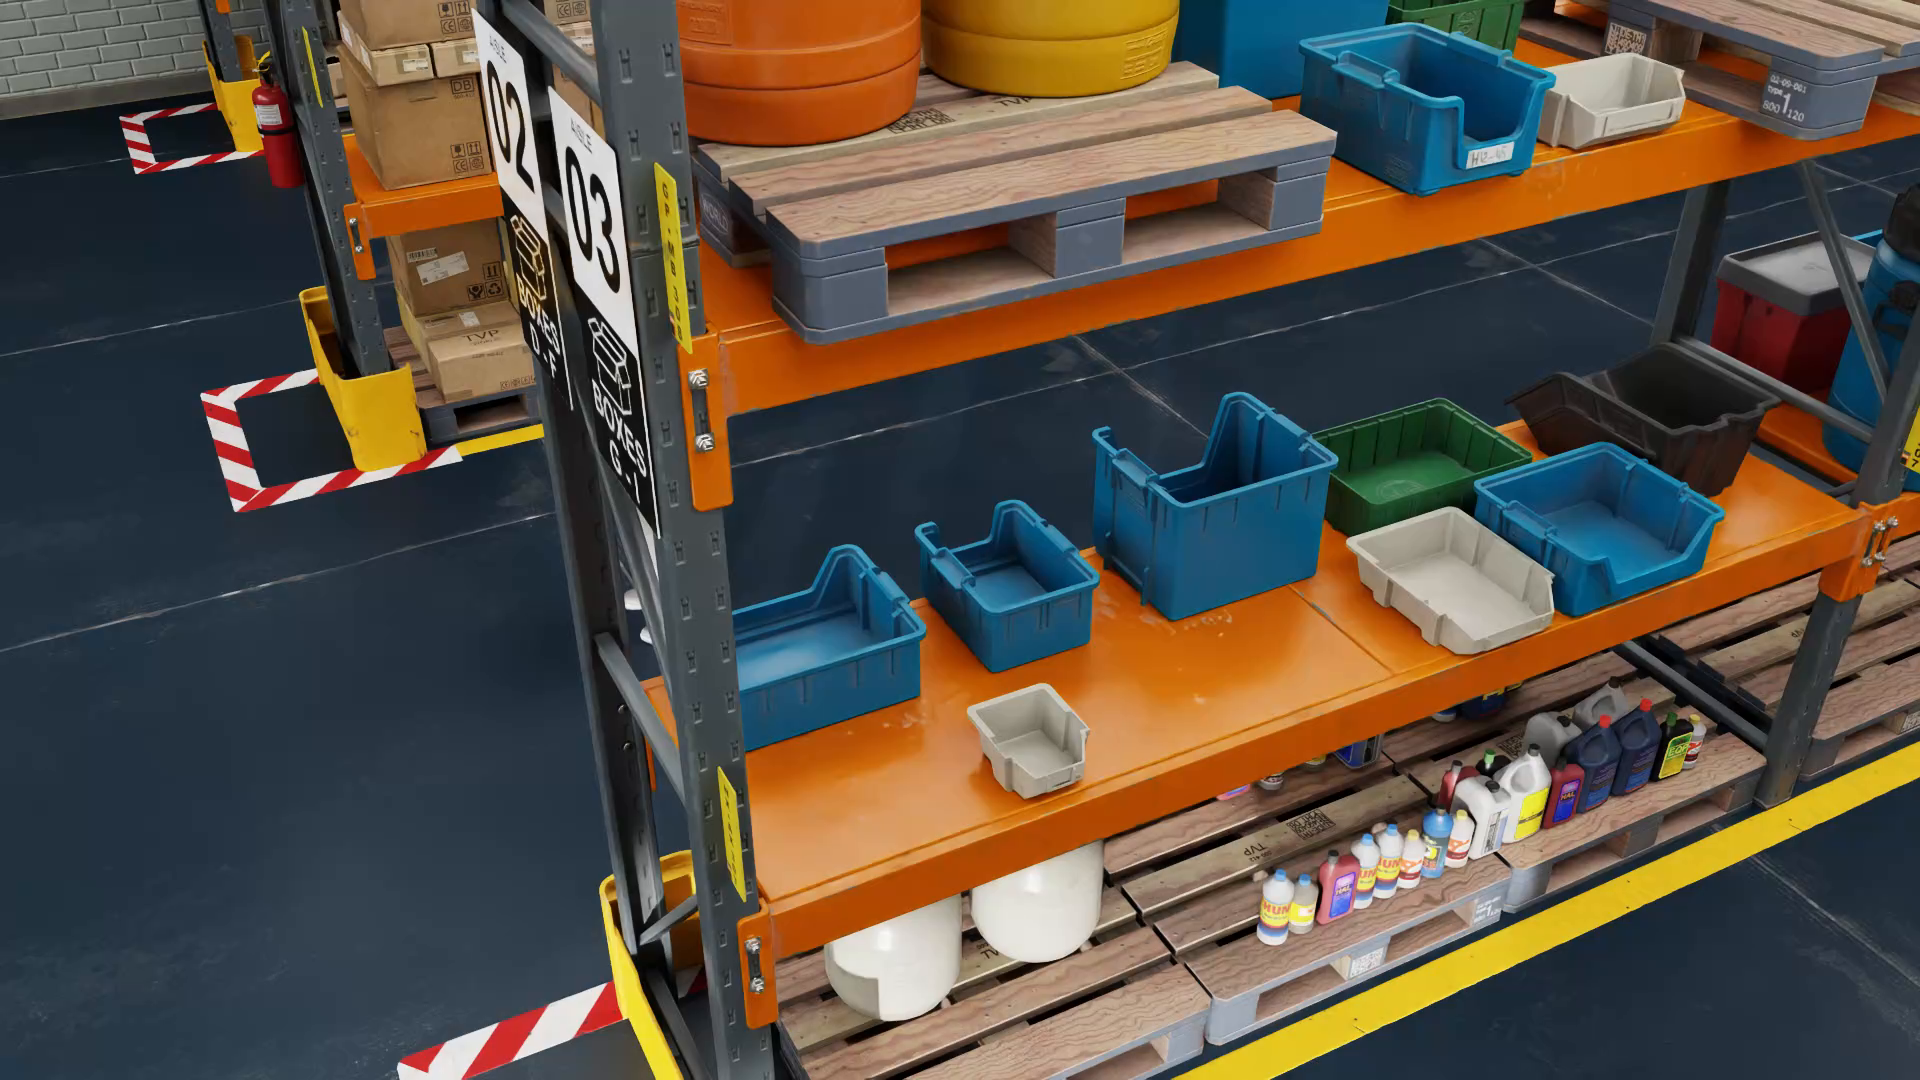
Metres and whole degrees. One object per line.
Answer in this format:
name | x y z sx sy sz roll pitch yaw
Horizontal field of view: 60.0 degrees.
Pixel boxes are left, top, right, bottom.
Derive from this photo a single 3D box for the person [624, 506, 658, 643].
person | -1.297 -0.358 6.693 0.535 1.653 0.453 -16 36 -23
